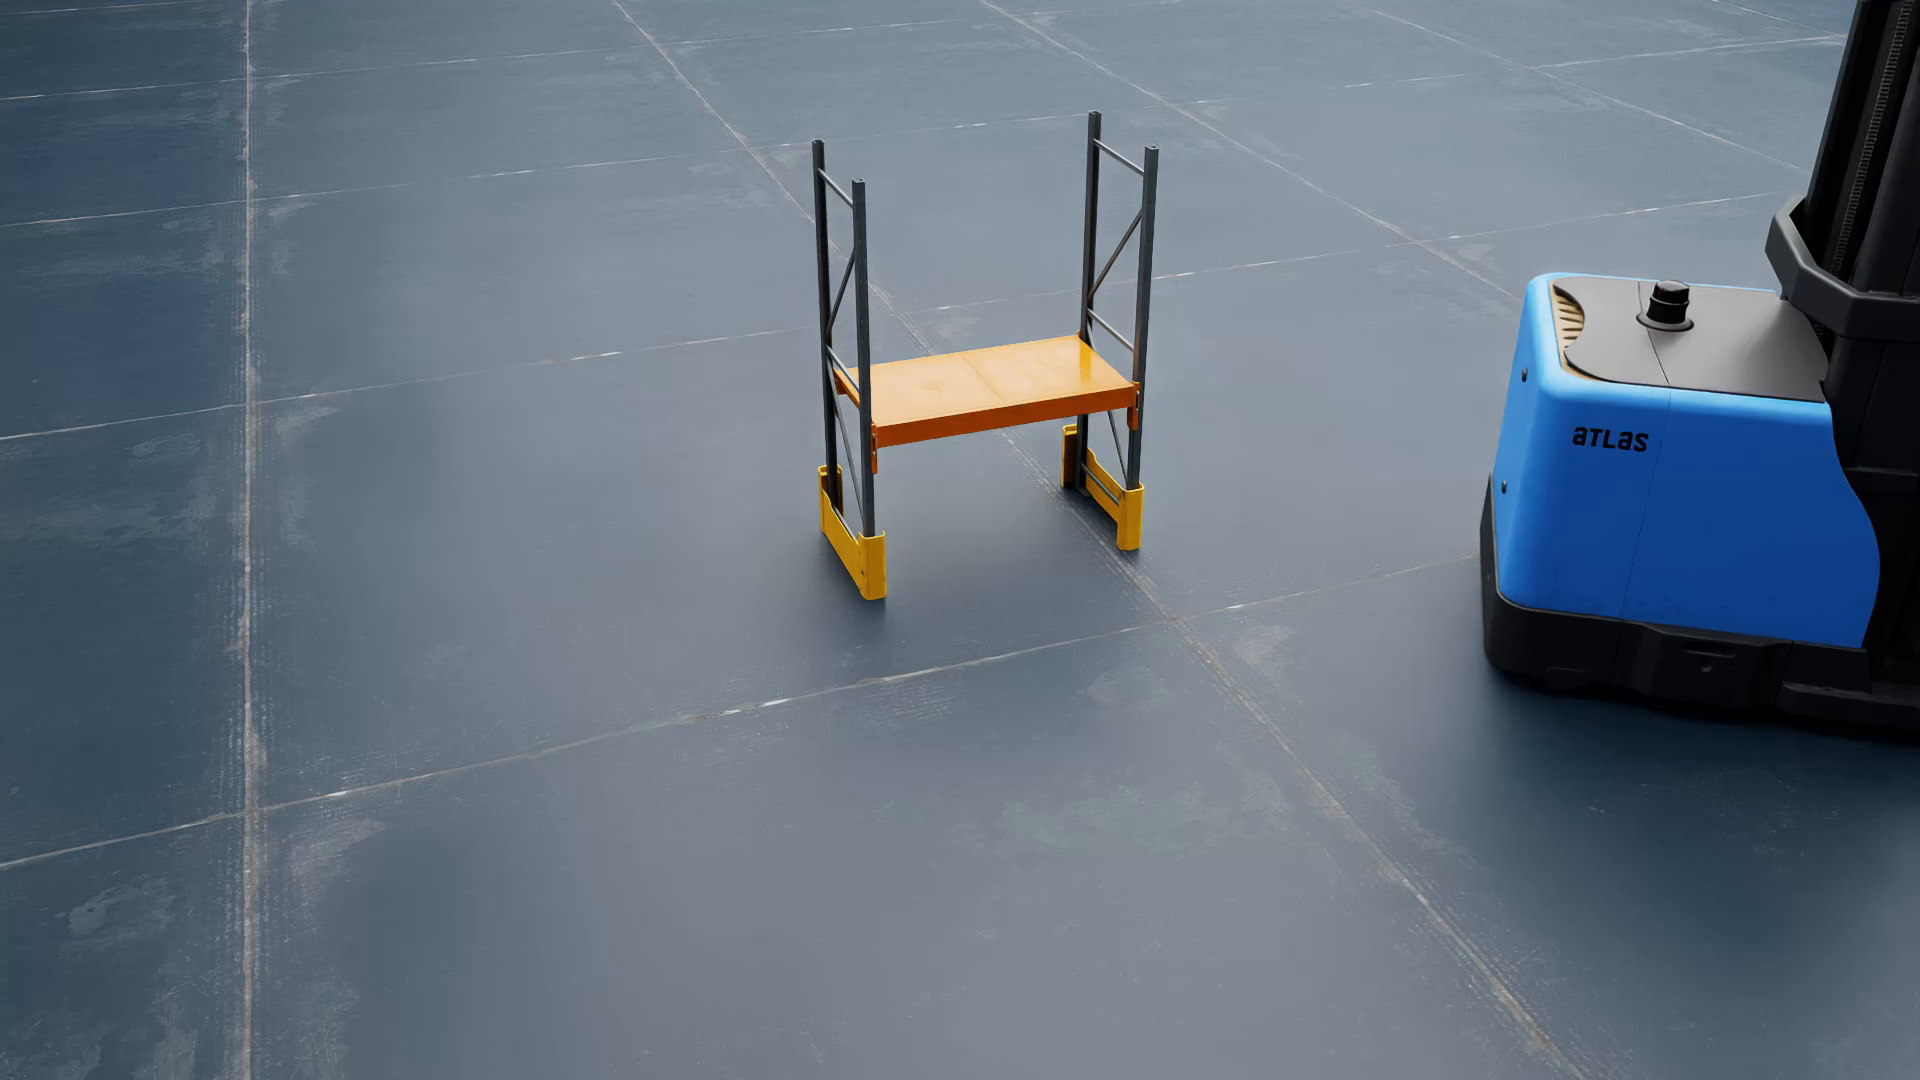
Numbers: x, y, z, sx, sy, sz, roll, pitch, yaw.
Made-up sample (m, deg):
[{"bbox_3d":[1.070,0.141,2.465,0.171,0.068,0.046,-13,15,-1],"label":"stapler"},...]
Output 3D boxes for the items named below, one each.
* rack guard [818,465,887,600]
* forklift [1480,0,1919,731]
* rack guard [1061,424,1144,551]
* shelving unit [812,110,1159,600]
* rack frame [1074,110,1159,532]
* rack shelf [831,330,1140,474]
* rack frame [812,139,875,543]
[{"bbox_3d":[-0.395,-0.036,6.060,0.087,0.250,0.587,-10,31,-18],"label":"rack guard"},{"bbox_3d":[3.295,-0.864,4.805,3.031,2.935,1.130,7,30,12],"label":"forklift"},{"bbox_3d":[0.538,-0.208,6.362,0.087,0.250,0.587,-10,31,-18],"label":"rack guard"},{"bbox_3d":[0.071,-0.665,5.902,1.083,1.500,0.587,-10,31,-18],"label":"shelving unit"},{"bbox_3d":[0.556,-0.754,6.059,0.032,1.500,0.500,-10,31,-18],"label":"rack frame"},{"bbox_3d":[0.080,-0.510,5.994,1.000,0.185,0.538,-10,31,-18],"label":"rack shelf"},{"bbox_3d":[-0.396,-0.579,5.751,0.032,1.500,0.500,-10,31,-18],"label":"rack frame"}]
